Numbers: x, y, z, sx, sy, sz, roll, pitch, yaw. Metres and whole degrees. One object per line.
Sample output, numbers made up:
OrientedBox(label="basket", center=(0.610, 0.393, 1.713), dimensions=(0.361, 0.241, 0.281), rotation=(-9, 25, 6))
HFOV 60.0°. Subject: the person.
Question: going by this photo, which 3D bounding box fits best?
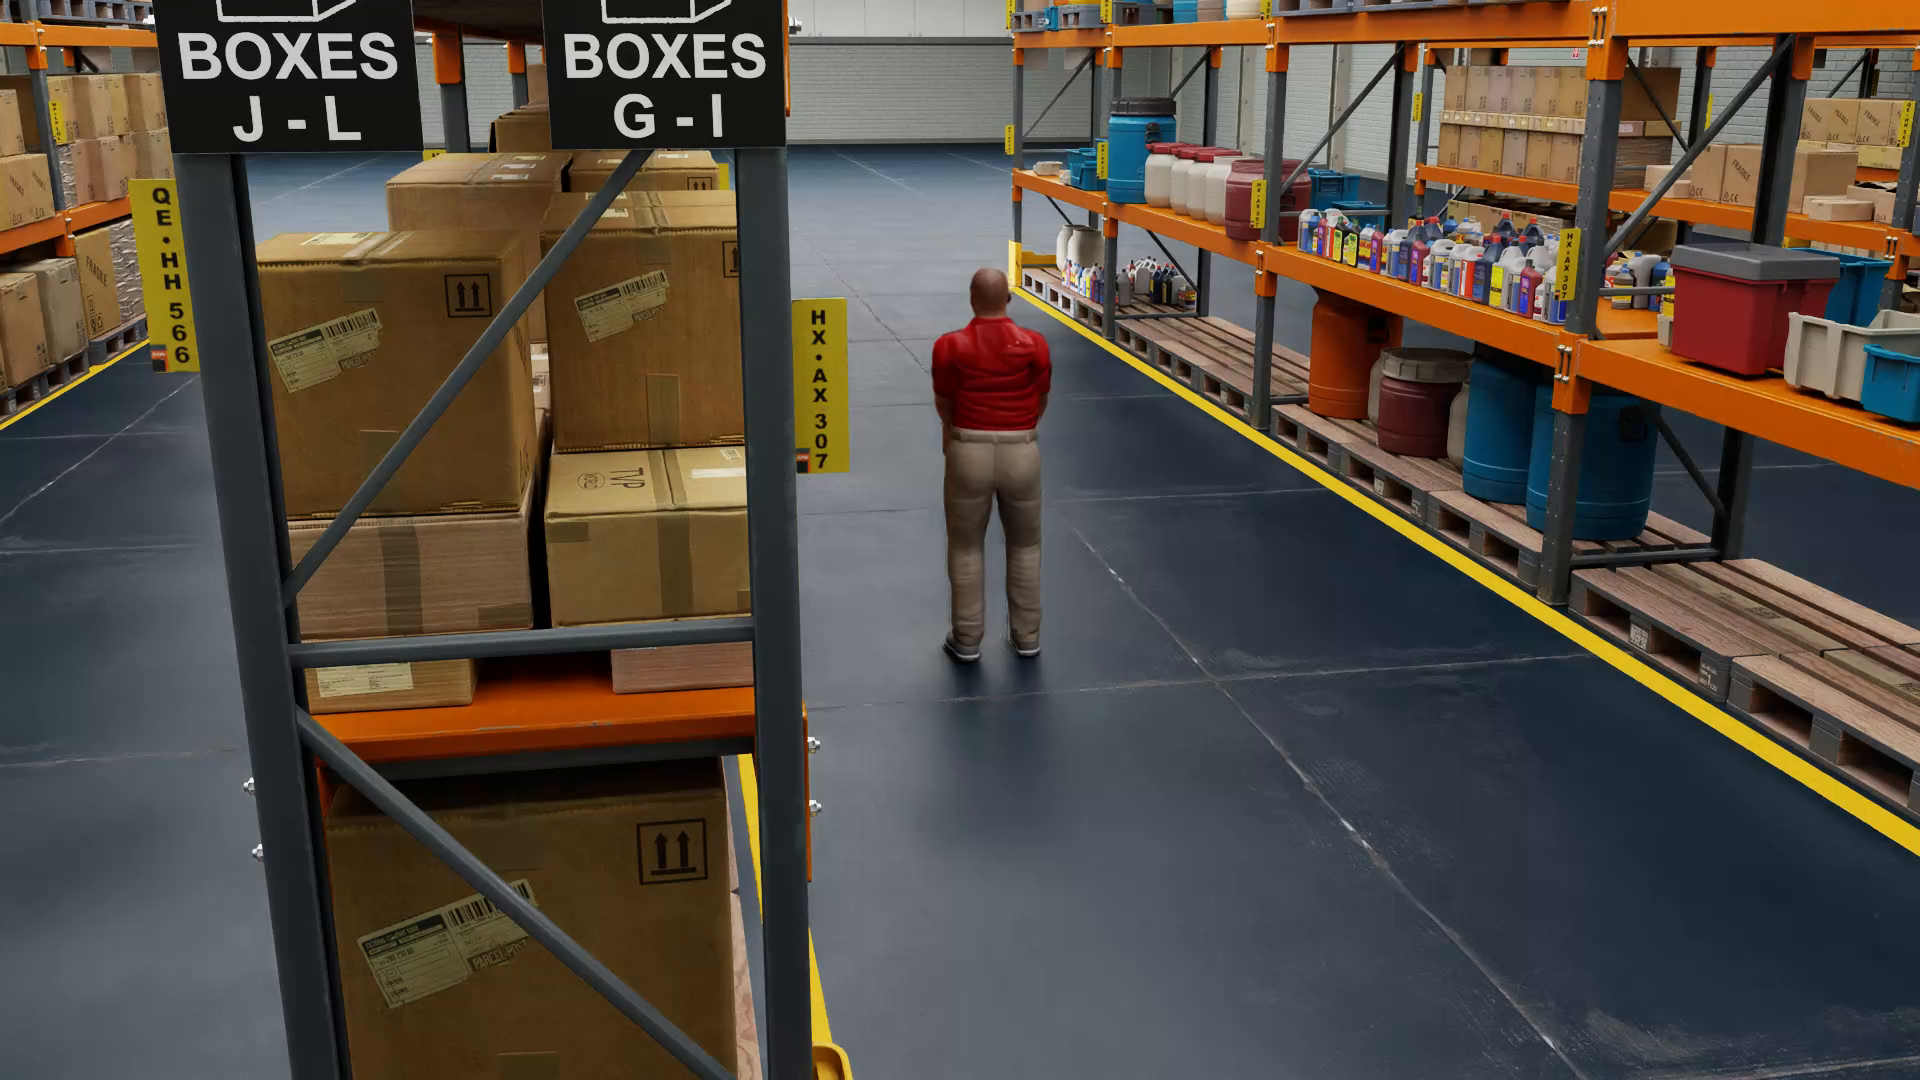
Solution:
OrientedBox(label="person", center=(0.134, -0.341, 7.233), dimensions=(0.505, 1.726, 0.521), rotation=(0, 16, 0))
